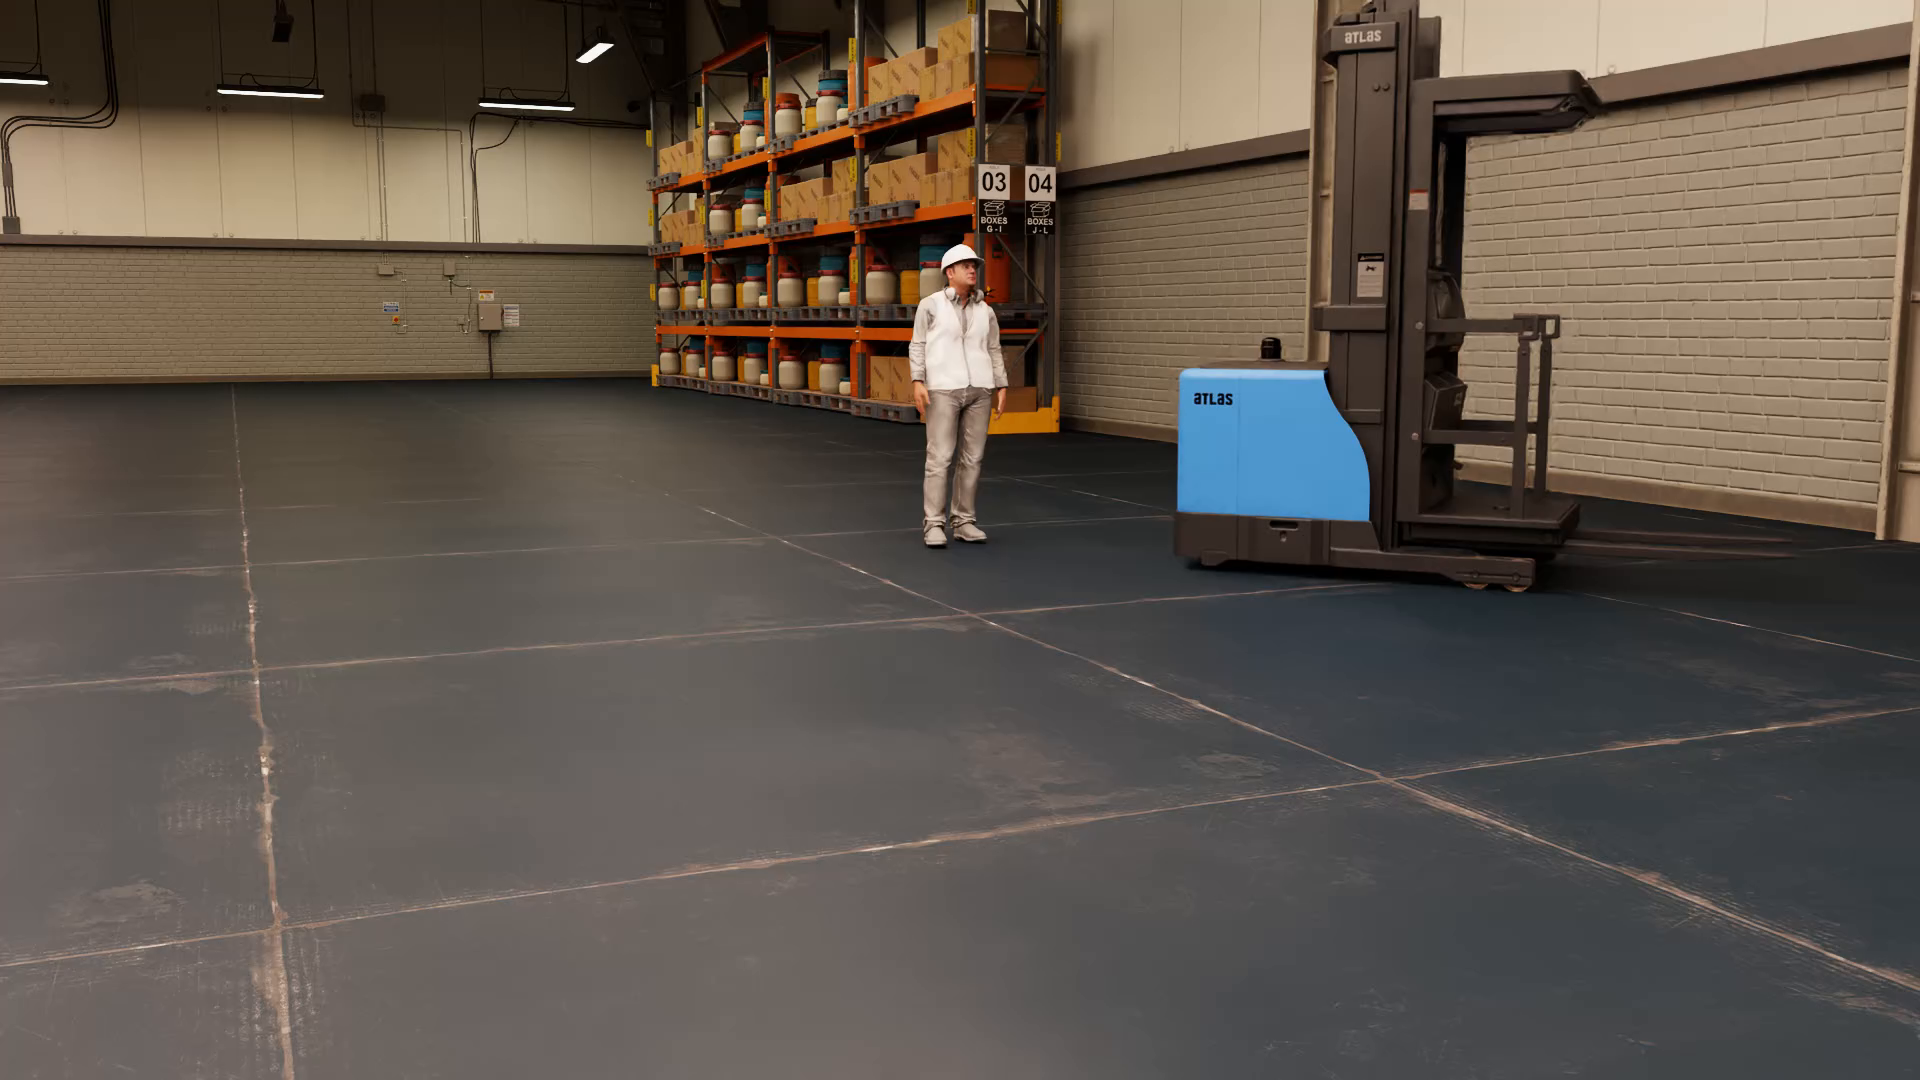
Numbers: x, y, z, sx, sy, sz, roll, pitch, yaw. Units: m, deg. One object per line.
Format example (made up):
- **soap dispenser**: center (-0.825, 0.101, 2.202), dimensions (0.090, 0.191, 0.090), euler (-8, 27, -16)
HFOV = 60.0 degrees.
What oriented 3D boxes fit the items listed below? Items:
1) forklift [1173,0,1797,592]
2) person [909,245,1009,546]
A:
- **forklift**: center (2.716, -1.275, 8.610), dimensions (3.031, 2.935, 1.130), euler (4, 8, 25)
- **person**: center (0.018, -0.878, 9.977), dimensions (0.633, 1.775, 0.566), euler (-3, 8, -23)
